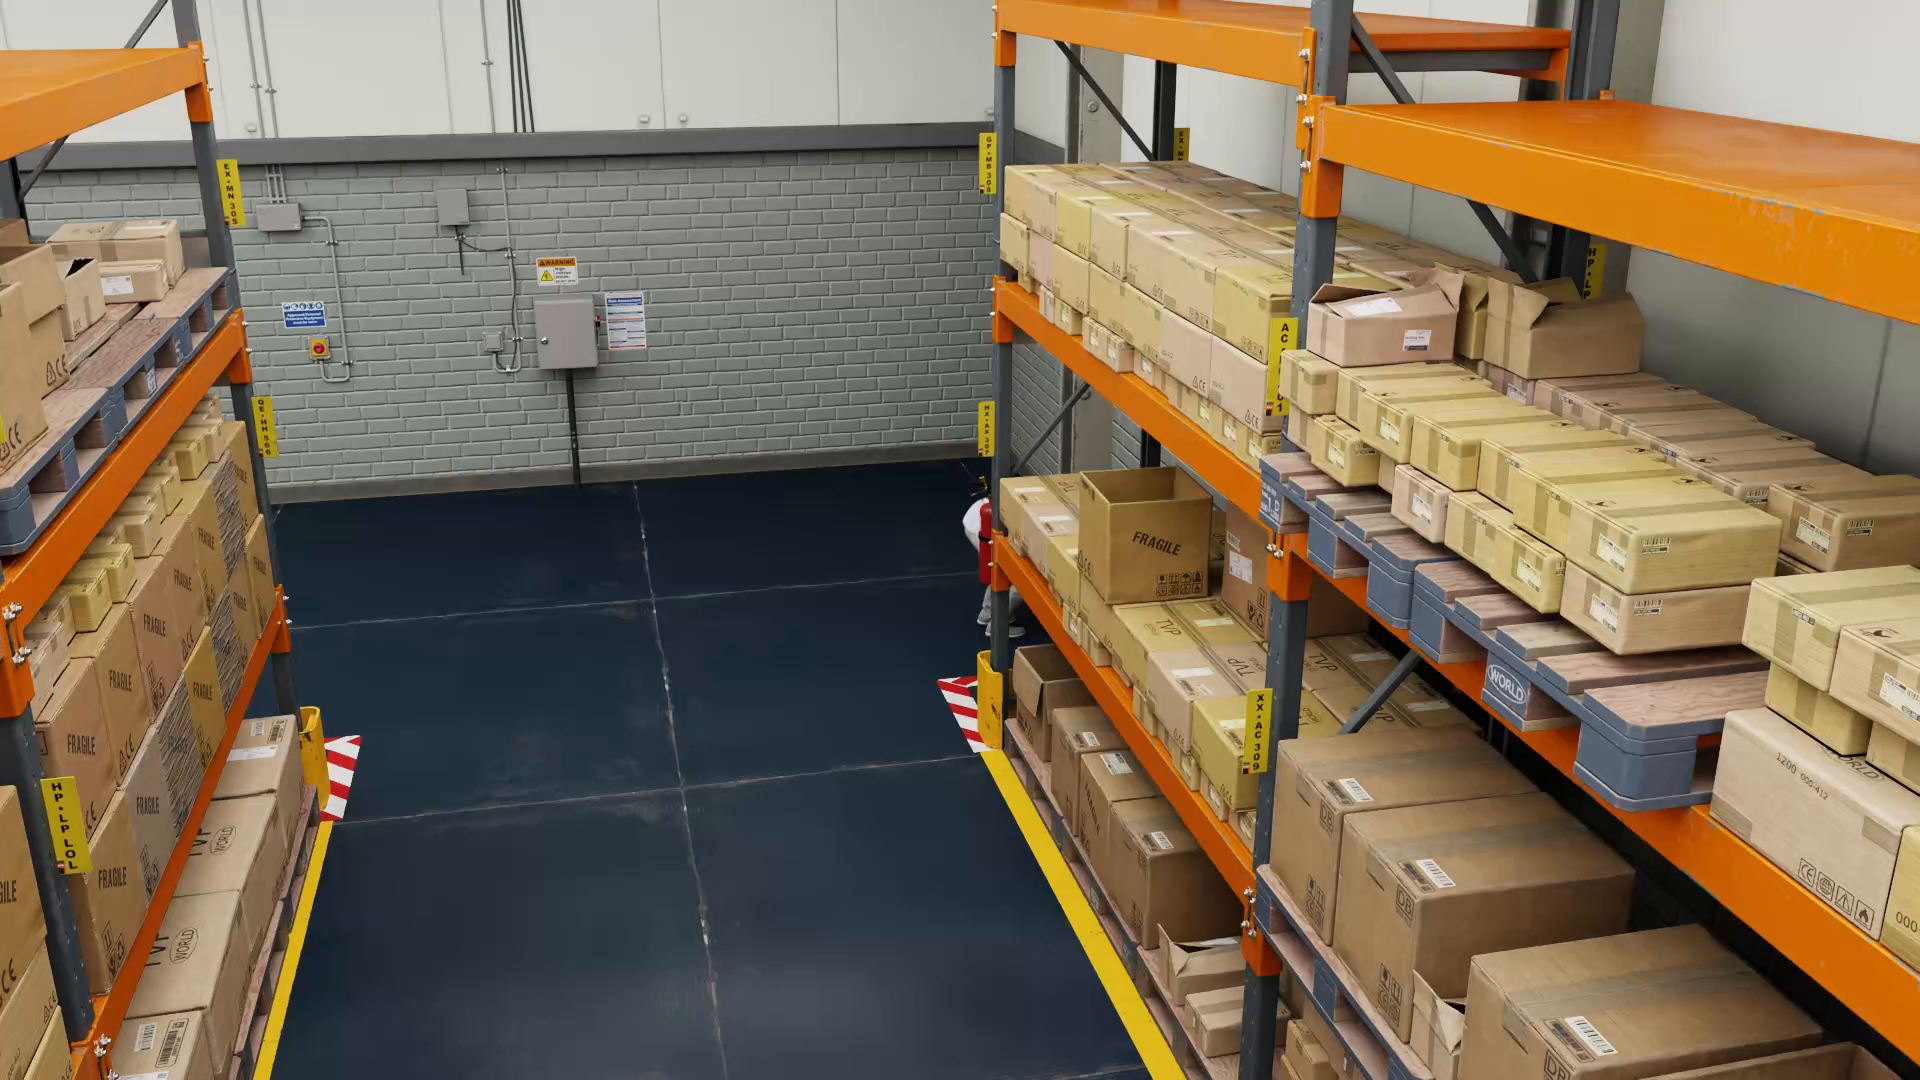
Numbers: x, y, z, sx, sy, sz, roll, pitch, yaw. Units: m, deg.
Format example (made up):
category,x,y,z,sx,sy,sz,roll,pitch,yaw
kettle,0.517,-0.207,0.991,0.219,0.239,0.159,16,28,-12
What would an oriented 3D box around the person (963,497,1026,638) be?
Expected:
category,x,y,z,sx,sy,sz,roll,pitch,yaw
person,0.478,0.101,11.626,0.920,1.102,0.449,-6,20,-15
